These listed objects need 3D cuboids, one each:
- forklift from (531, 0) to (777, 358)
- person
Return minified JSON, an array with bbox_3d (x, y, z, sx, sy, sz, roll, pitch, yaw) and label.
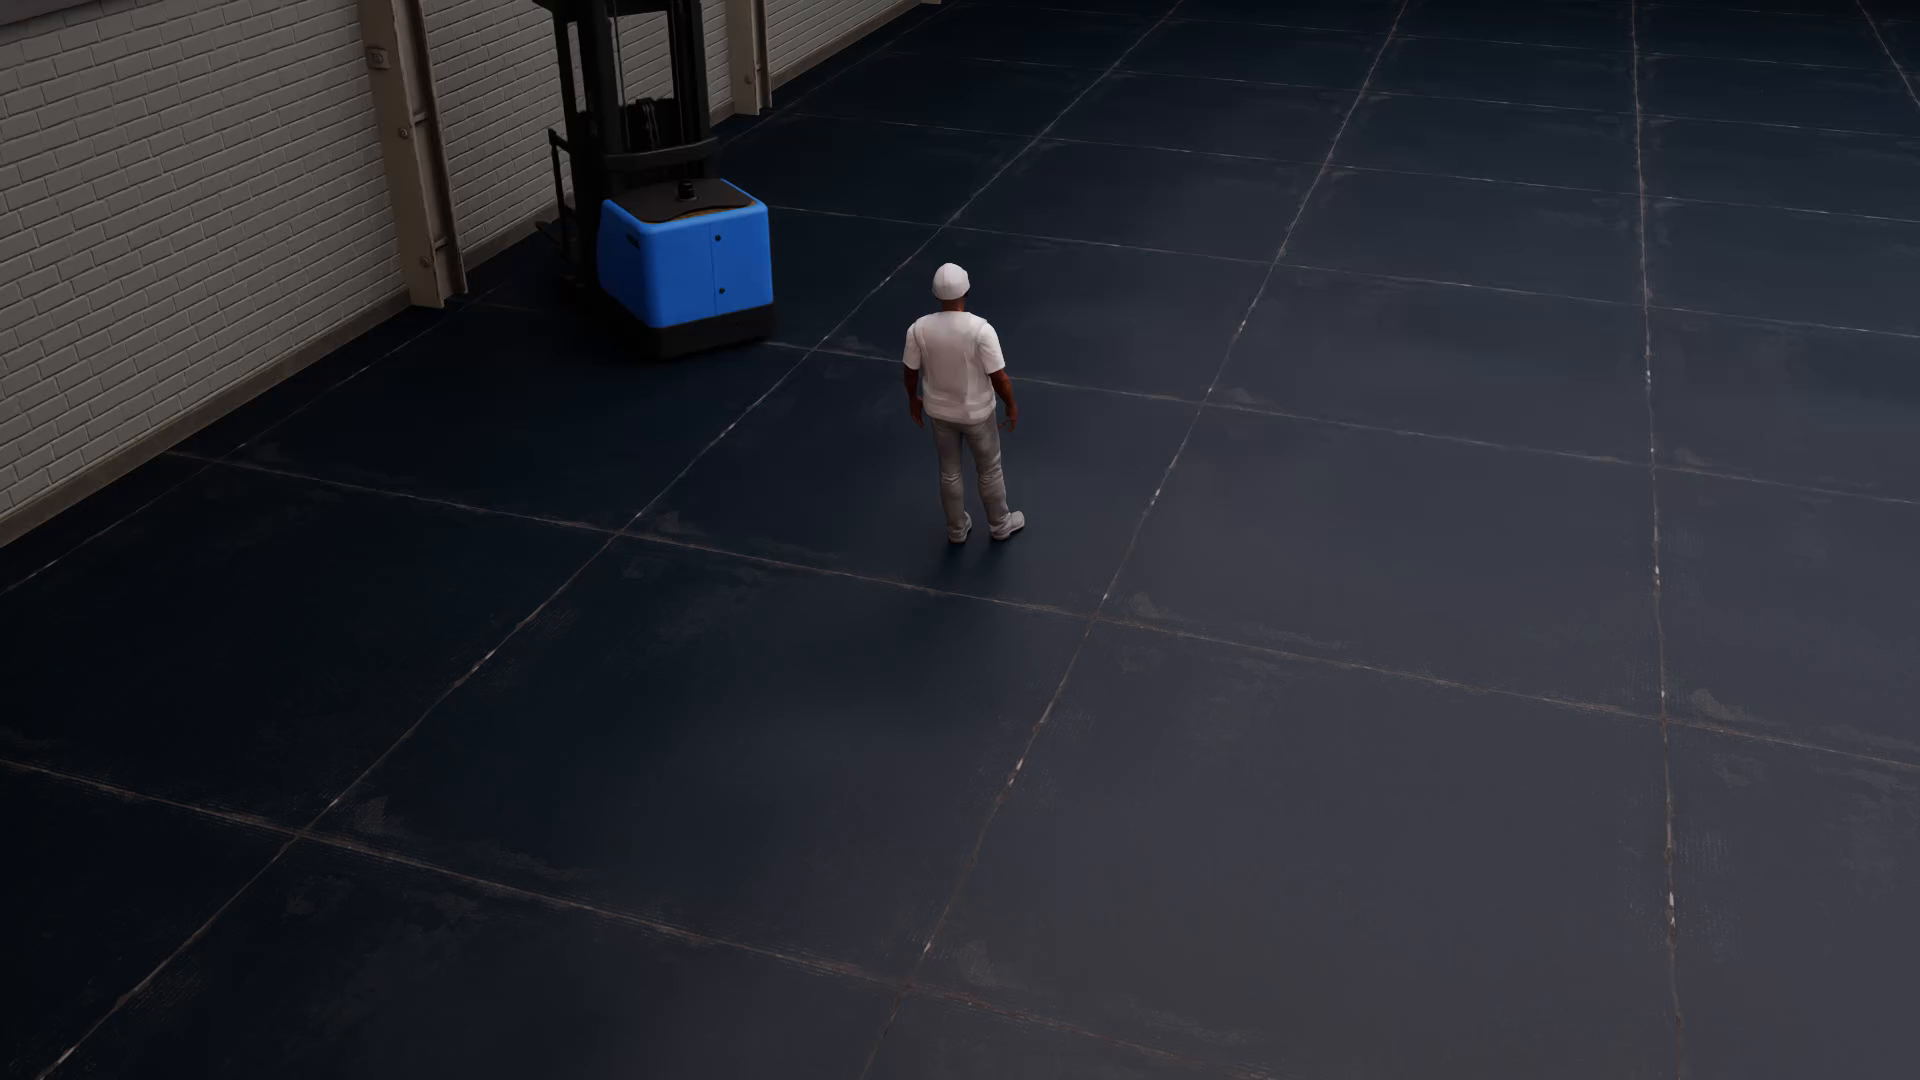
[{"bbox_3d":[-2.618,-3.307,12.937,1.130,2.935,3.031,-17,34,-28],"label":"forklift"},{"bbox_3d":[0.028,-0.805,9.710,0.665,1.765,0.577,10,31,16],"label":"person"}]
